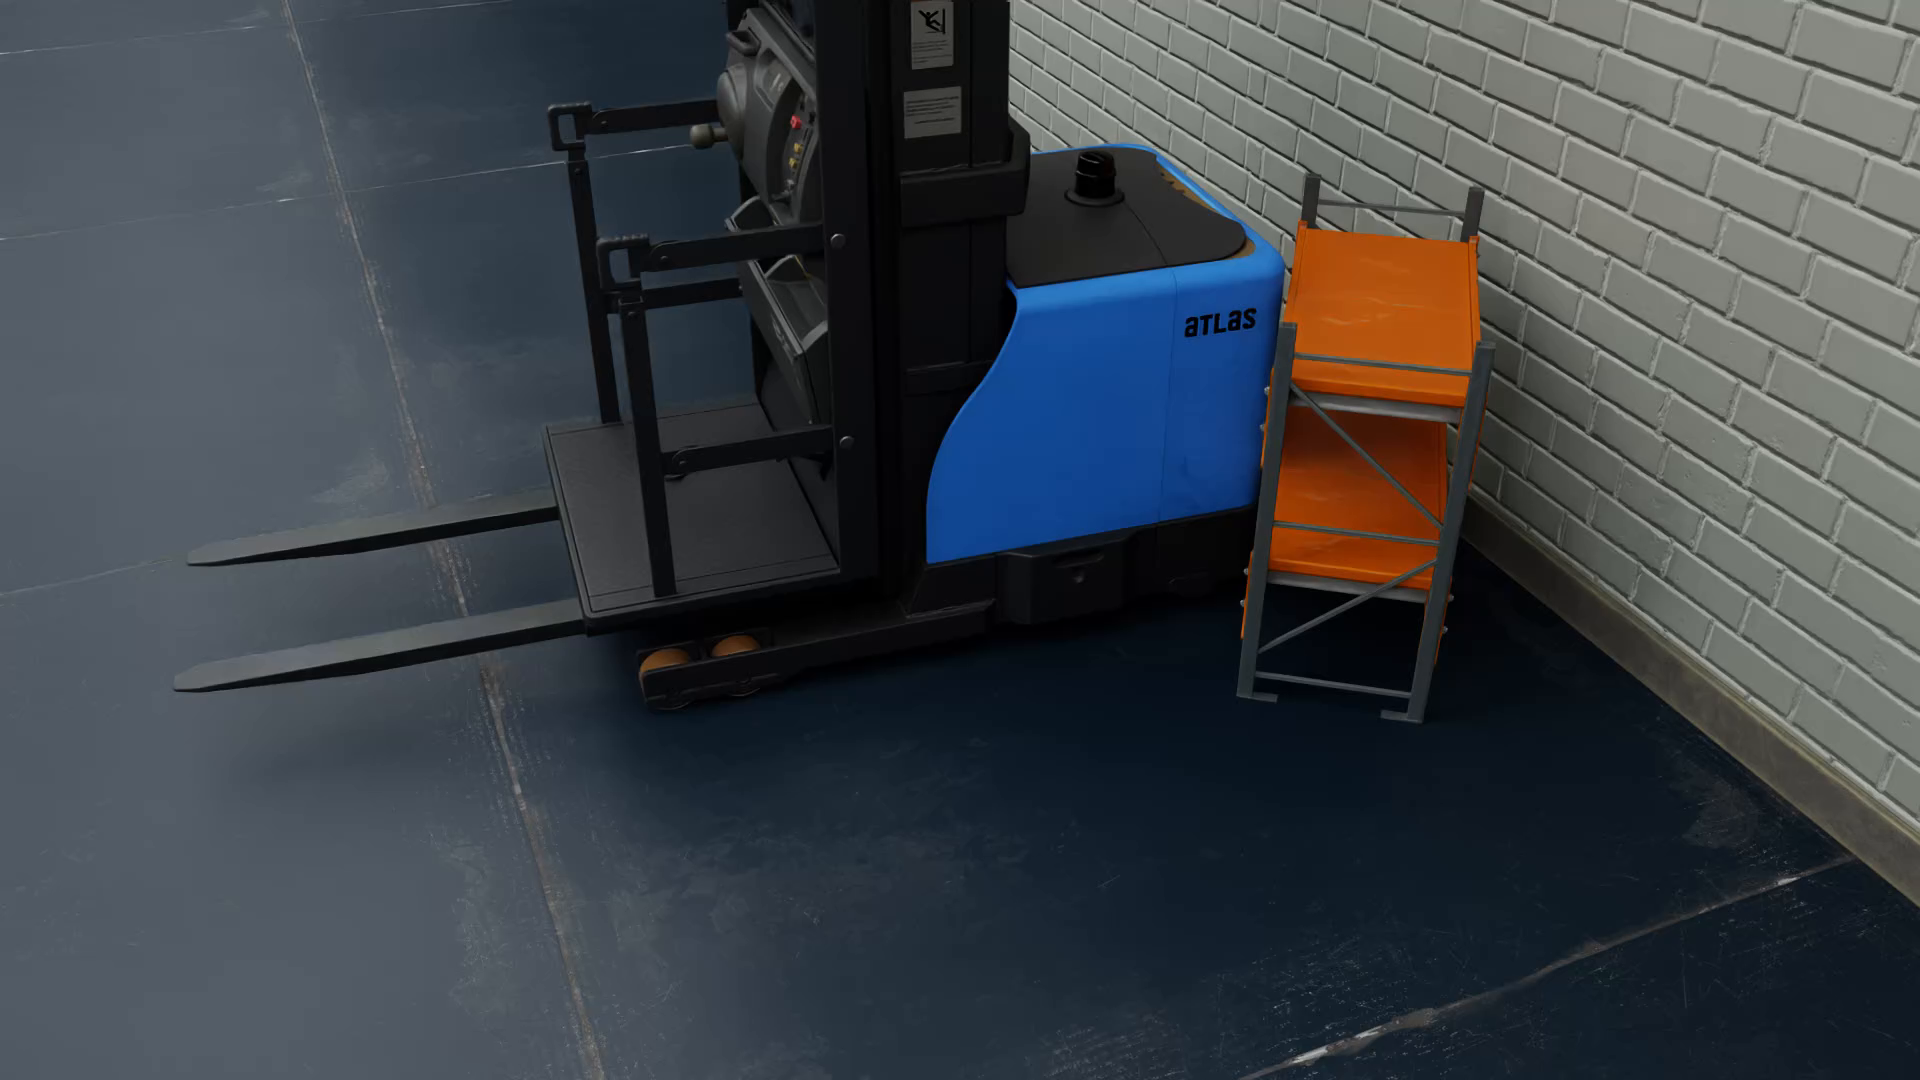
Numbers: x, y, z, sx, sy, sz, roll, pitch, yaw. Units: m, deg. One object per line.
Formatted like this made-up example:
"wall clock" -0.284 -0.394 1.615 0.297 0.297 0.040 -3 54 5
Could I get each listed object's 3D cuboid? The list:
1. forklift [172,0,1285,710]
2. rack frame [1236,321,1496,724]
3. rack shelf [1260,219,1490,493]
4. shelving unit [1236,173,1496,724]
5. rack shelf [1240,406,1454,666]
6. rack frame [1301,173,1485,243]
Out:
"forklift" -0.679 -1.088 4.235 3.031 2.935 1.130 -10 34 -15
"rack frame" 1.008 -0.014 4.240 0.500 1.125 0.032 7 34 11
"rack shelf" 1.127 -0.529 4.495 0.538 0.278 1.000 7 34 11
"shelving unit" 1.127 -0.284 4.655 0.538 1.125 1.048 7 34 11
"rack shelf" 1.127 -0.079 4.788 0.538 0.278 1.000 7 34 11
"rack frame" 1.245 -0.553 5.069 0.500 1.125 0.032 7 34 11
